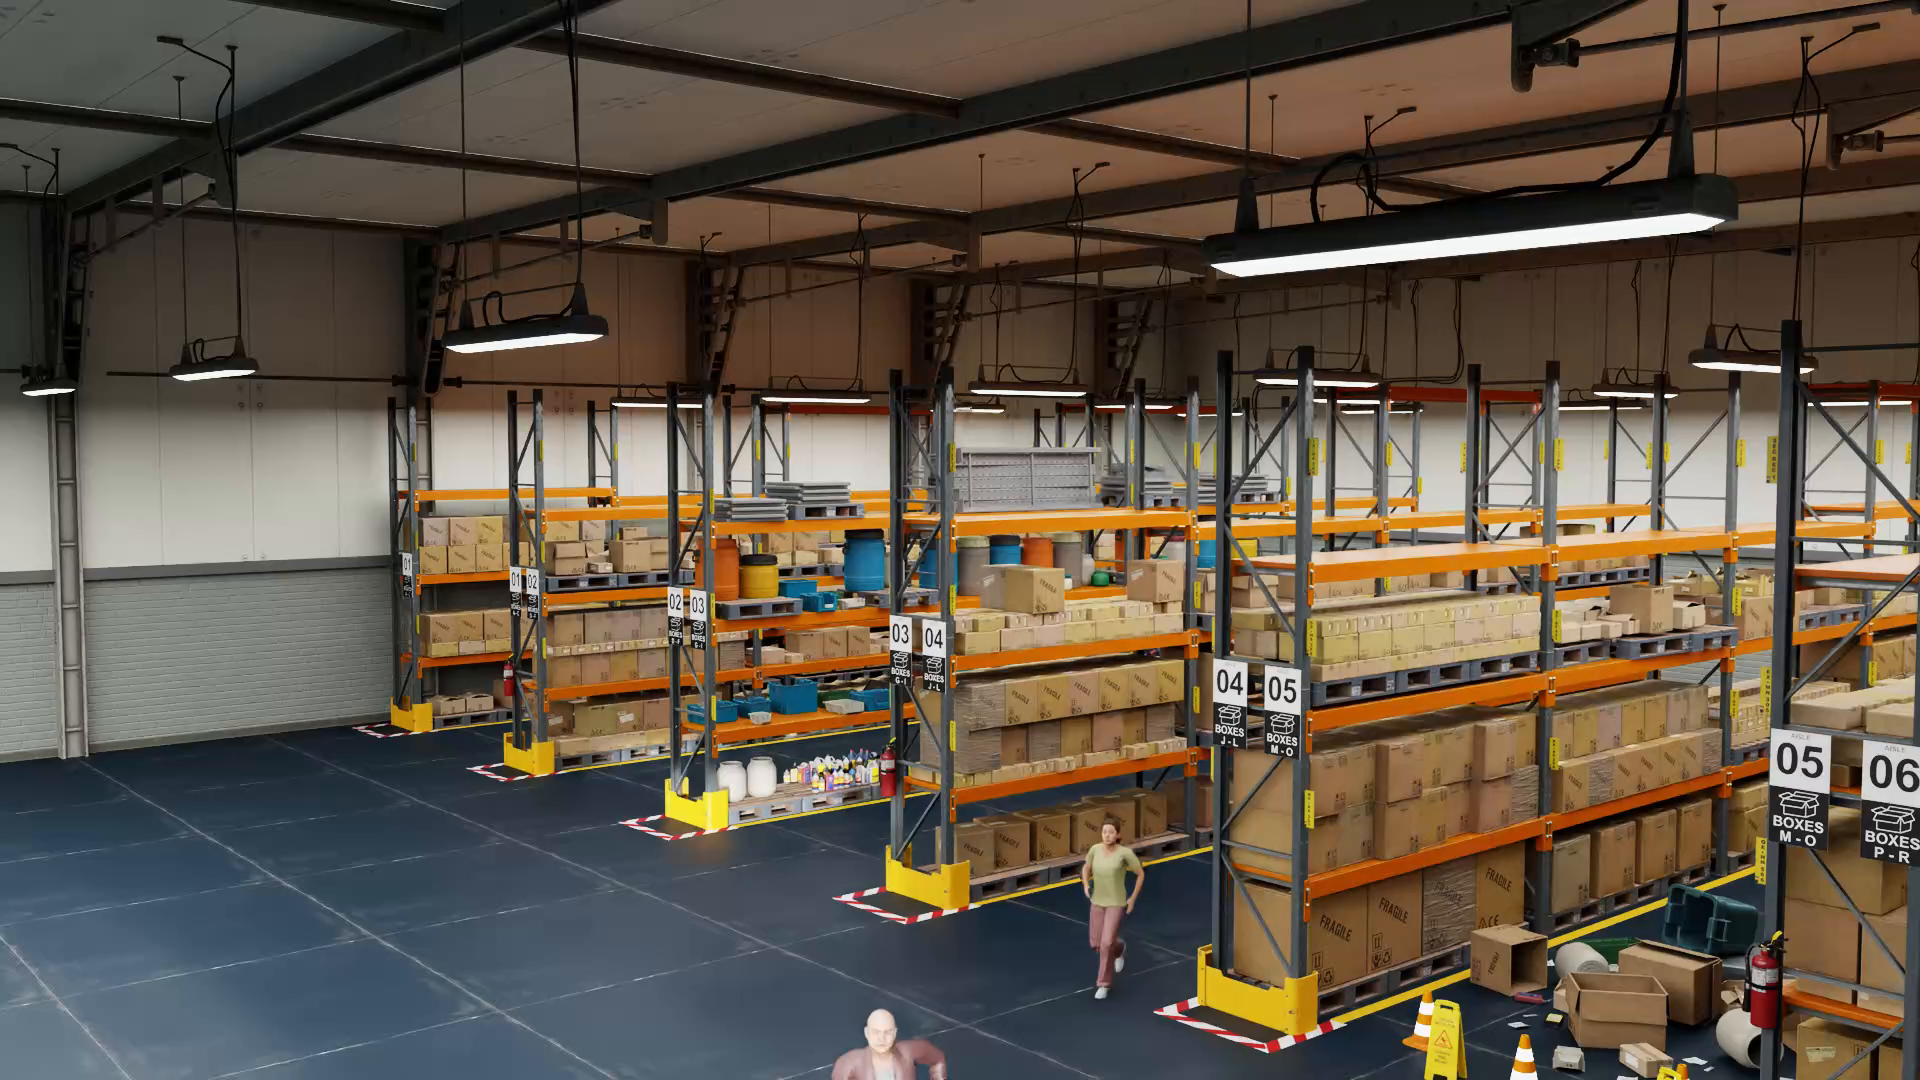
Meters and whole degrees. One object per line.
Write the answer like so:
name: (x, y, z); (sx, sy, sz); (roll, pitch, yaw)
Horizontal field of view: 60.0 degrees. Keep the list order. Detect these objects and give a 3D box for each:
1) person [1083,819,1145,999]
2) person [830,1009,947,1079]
person: (1.427, 3.442, 15.708); (0.615, 1.650, 0.651); (2, 4, 29)
person: (-0.433, 3.688, 10.073); (0.753, 1.766, 0.882); (0, 3, -3)
